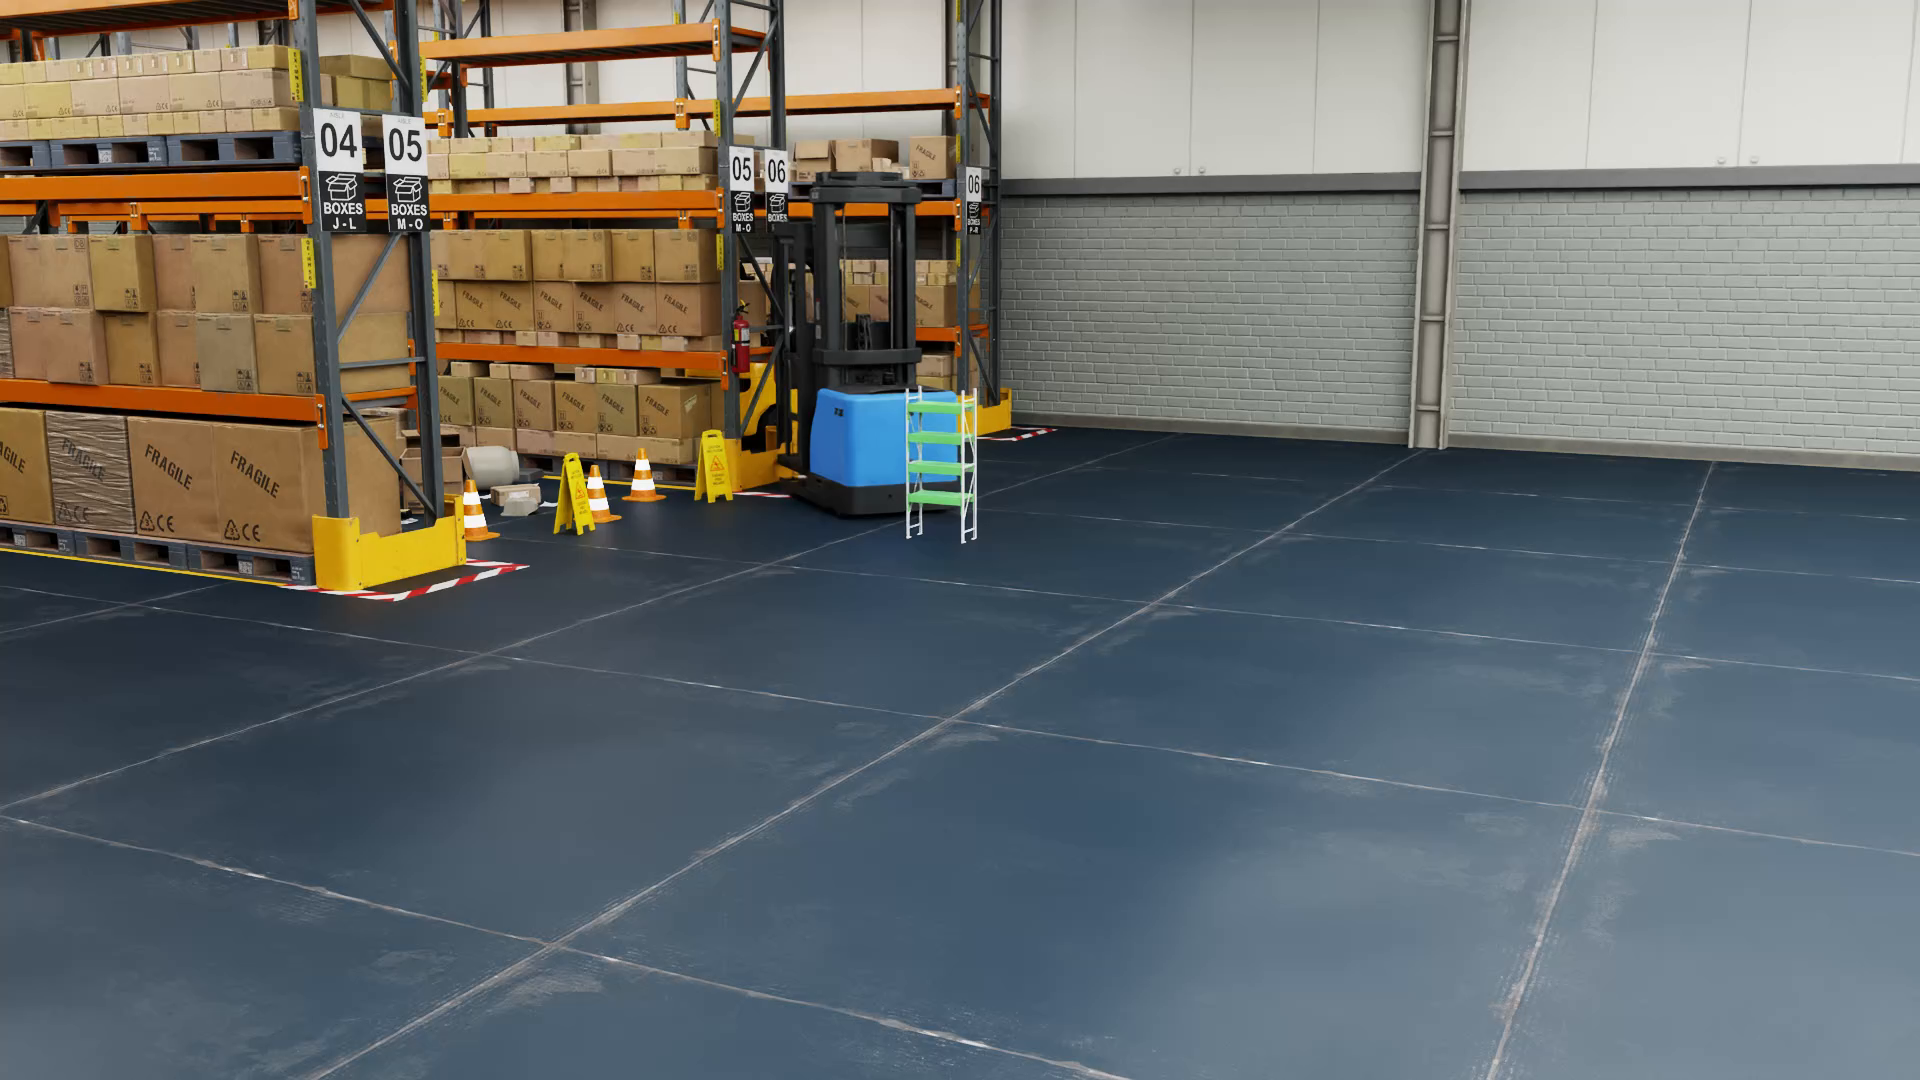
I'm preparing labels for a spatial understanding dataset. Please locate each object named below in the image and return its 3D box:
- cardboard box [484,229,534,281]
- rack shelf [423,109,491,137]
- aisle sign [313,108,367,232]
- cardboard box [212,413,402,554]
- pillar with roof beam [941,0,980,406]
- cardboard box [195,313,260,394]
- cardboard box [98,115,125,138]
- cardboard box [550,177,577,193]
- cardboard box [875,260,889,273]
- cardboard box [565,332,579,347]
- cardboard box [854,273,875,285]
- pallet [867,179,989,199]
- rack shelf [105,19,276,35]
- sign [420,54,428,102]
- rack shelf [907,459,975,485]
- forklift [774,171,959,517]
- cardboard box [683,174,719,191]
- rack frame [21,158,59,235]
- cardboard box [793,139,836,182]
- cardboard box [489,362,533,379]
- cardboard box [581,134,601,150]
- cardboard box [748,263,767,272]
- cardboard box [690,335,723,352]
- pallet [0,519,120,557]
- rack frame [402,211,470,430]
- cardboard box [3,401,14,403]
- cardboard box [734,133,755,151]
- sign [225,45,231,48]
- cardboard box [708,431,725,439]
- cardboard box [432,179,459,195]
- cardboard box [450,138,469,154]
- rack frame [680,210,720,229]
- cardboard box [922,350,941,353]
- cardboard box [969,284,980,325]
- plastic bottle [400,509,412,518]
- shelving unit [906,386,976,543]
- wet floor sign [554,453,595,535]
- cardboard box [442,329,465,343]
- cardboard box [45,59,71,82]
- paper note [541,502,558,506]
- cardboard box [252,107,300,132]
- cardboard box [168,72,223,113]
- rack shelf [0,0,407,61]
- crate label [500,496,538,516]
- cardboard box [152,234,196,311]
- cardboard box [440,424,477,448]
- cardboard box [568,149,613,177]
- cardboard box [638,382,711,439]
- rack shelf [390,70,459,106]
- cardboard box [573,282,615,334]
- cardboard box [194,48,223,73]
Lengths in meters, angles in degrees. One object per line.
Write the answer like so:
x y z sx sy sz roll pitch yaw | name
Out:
-4.359 -2.875 16.768 0.500 0.500 0.700 5 11 25 | cardboard box
-8.732 -6.011 24.320 4.000 0.370 1.077 5 11 26 | rack shelf
-4.126 -2.456 11.079 0.004 0.787 0.394 5 11 26 | aisle sign
-4.694 -0.434 11.995 0.875 0.875 0.875 5 11 26 | cardboard box
-1.895 -5.285 17.166 0.400 9.000 9.100 5 11 26 | pillar with roof beam
-4.912 -1.366 11.935 0.550 0.550 0.875 5 11 26 | cardboard box
-5.872 -2.931 11.825 0.250 0.149 0.380 5 11 27 | cardboard box
-3.798 -3.479 16.312 0.250 0.149 0.380 5 11 25 | cardboard box
-0.851 -3.394 20.621 0.250 0.149 0.380 5 11 26 | cardboard box
-3.749 -2.024 16.698 0.250 0.149 0.380 5 11 26 | cardboard box
-1.125 -3.253 20.682 0.250 0.149 0.380 5 11 24 | cardboard box
-0.387 -4.314 20.472 1.213 0.211 1.003 5 11 26 | pallet
-12.319 -8.159 25.730 4.000 0.370 1.077 5 11 26 | rack shelf
-3.806 -3.264 11.741 0.005 0.325 0.100 5 11 26 | sign
-0.148 -0.541 13.207 0.480 0.148 0.258 5 11 26 | rack shelf
-1.046 -1.860 15.277 1.130 2.935 3.031 -4 11 -22 | forklift
-2.401 -3.365 15.682 0.250 0.149 0.380 5 11 26 | cardboard box
-7.644 -1.546 13.348 0.127 3.000 1.000 5 11 26 | rack frame
-1.651 -4.750 20.878 0.637 0.503 0.797 5 12 28 | cardboard box
-4.587 -1.737 17.018 0.250 0.149 0.380 6 12 28 | cardboard box
-3.486 -3.870 16.236 0.250 0.149 0.380 5 11 24 | cardboard box
-2.504 -3.518 21.308 0.250 0.149 0.380 5 12 27 | cardboard box
-2.387 -1.901 16.015 0.250 0.149 0.380 5 12 28 | cardboard box
-6.997 -0.101 13.196 1.213 0.211 1.003 5 11 26 | pallet
-5.544 -2.344 17.760 0.127 3.000 1.000 5 11 26 | rack frame
-11.314 -2.030 20.809 0.875 0.875 0.875 5 12 27 | cardboard box
-2.186 -3.834 16.037 0.250 0.149 0.380 5 11 25 | cardboard box
-10.782 -7.133 24.530 0.005 0.325 0.100 5 11 26 | sign
-2.558 -0.990 16.821 0.500 0.250 0.500 5 11 25 | cardboard box
-5.164 -3.603 16.997 0.250 0.149 0.380 5 11 26 | cardboard box
-4.927 -3.974 16.809 0.250 0.149 0.380 5 11 24 | cardboard box
-3.351 -3.137 22.142 0.127 3.000 1.000 5 11 26 | rack frame
-0.561 -2.275 21.109 0.500 0.250 0.500 5 11 26 | cardboard box
-0.086 -2.955 20.852 0.500 0.500 0.500 5 12 28 | cardboard box
-4.878 -0.226 14.309 0.283 0.061 0.133 1 10 6 | plastic bottle
-0.148 -0.603 13.195 0.503 1.200 0.258 5 11 26 | shelving unit
-3.155 -0.386 13.551 0.232 0.644 0.267 3 11 16 | wet floor sign
-5.154 -2.133 17.298 0.250 0.149 0.380 5 12 27 | cardboard box
-6.326 -3.363 11.974 0.250 0.149 0.380 5 11 26 | cardboard box
-3.686 -0.325 14.938 0.142 0.019 0.148 1 10 6 | paper note
-4.505 -2.811 11.161 0.250 0.149 0.380 5 11 26 | cardboard box
-5.068 -3.068 11.465 0.500 0.250 0.500 5 11 26 | cardboard box
-5.850 -3.789 12.042 4.000 0.370 1.077 5 11 26 | rack shelf
-3.832 -0.296 14.482 0.298 0.136 0.250 -1 10 -4 | crate label
-5.349 -1.965 12.214 0.550 0.550 0.875 5 11 26 | cardboard box
-5.135 -1.108 17.472 0.500 0.250 0.500 4 11 23 | cardboard box
-3.453 -3.655 16.165 0.500 0.250 0.500 5 12 27 | cardboard box
-2.791 -1.273 16.278 0.500 0.500 0.500 5 11 26 | cardboard box
-7.338 -4.903 18.196 4.000 0.370 1.077 5 11 26 | rack shelf
-3.460 -2.304 16.419 0.500 0.500 0.500 5 11 26 | cardboard box
-4.962 -3.244 11.313 0.250 0.149 0.380 5 12 27 | cardboard box
